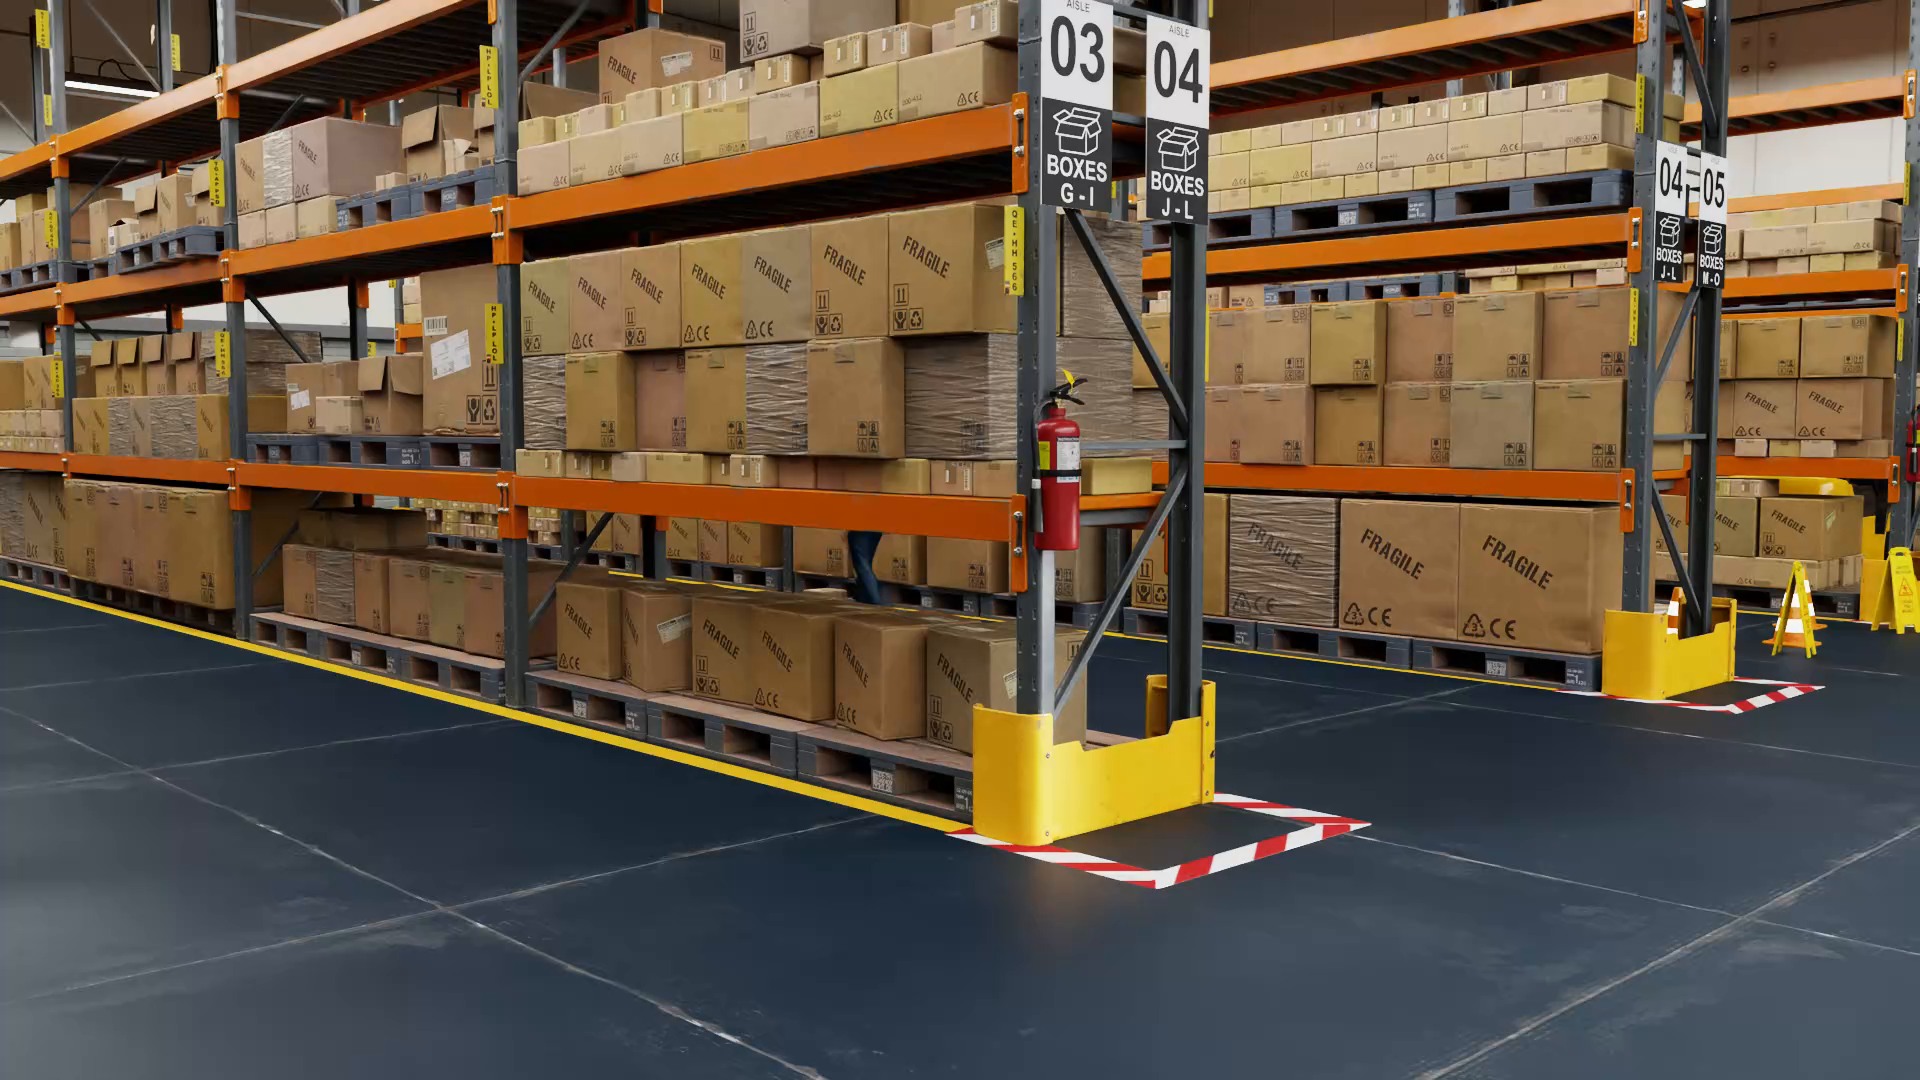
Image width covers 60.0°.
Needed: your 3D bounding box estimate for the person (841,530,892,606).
[{"bbox_3d":[-0.776,-0.116,12.839,0.687,1.550,0.458,4,6,45],"label":"person"}]
